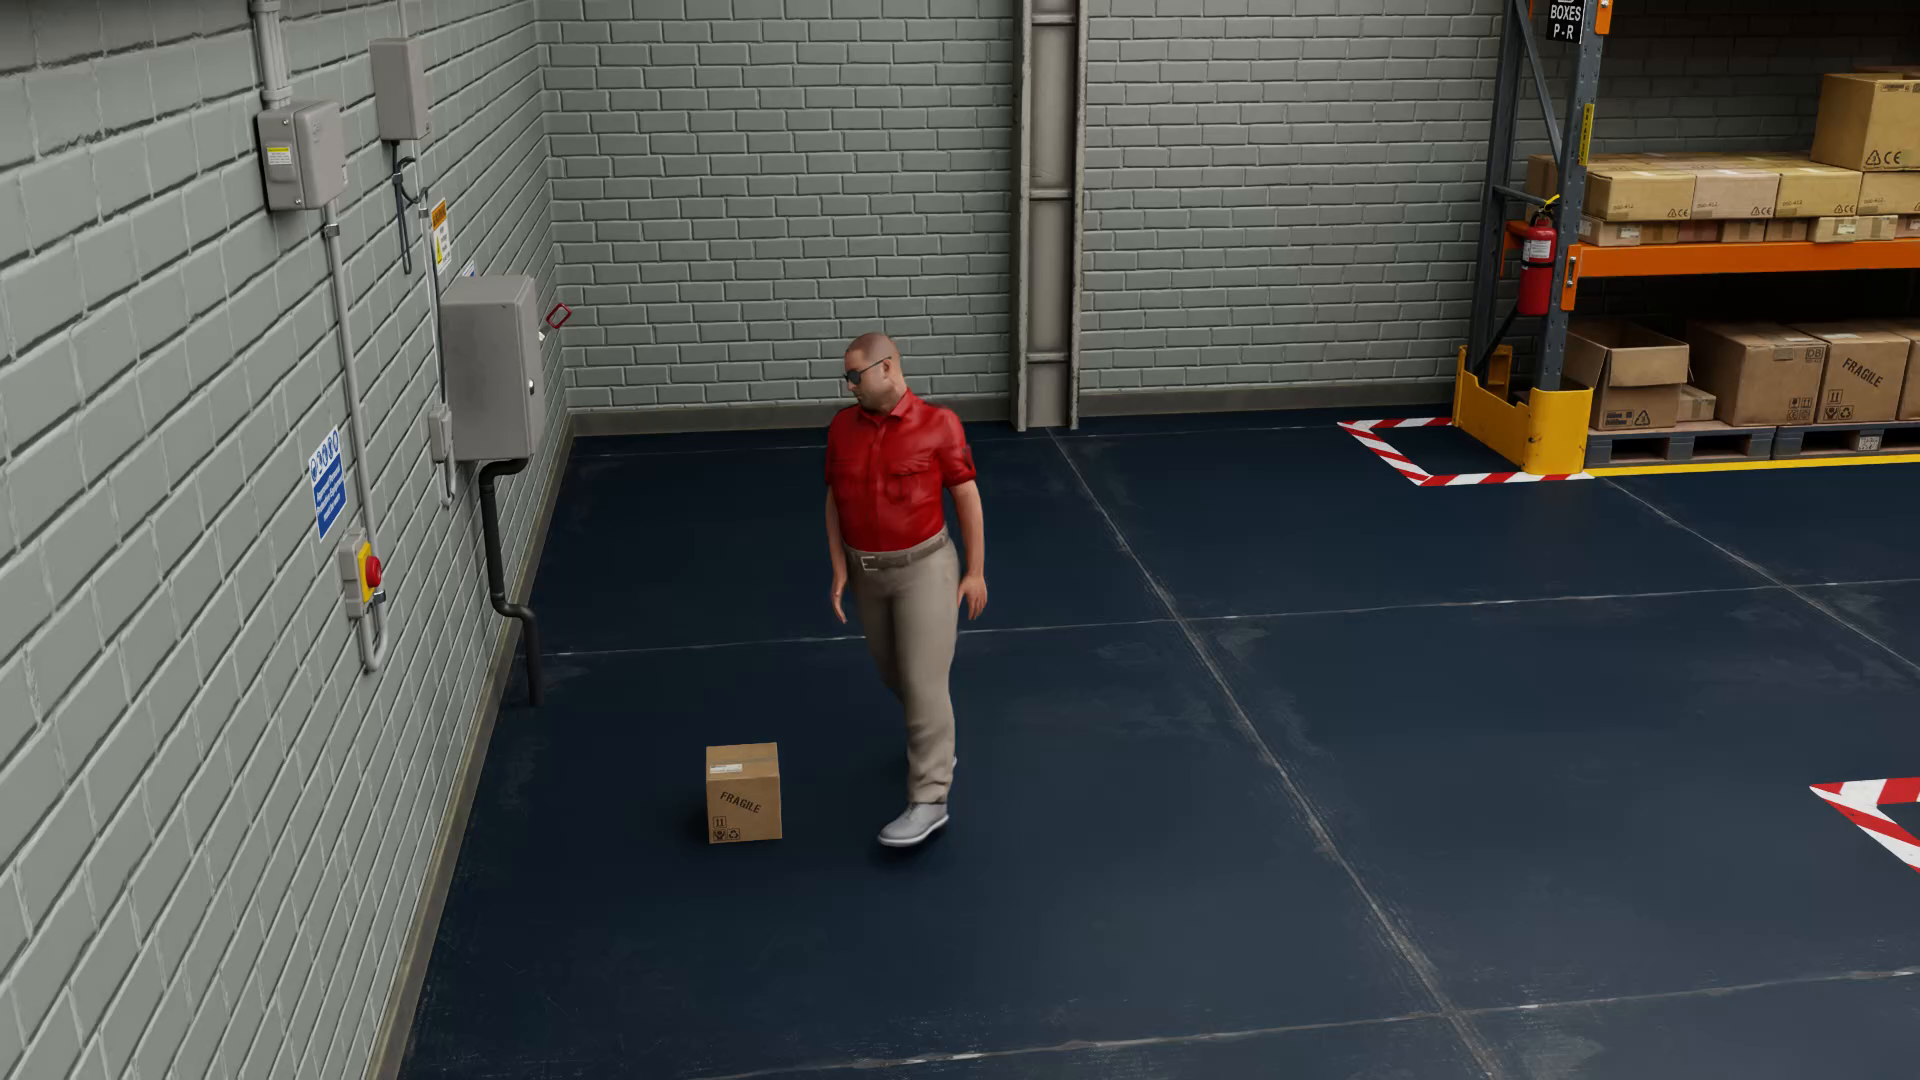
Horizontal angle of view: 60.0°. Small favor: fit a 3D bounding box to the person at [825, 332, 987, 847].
[{"bbox_3d":[-0.226,0.155,5.791,0.596,1.596,0.877,9,22,25],"label":"person"}]
